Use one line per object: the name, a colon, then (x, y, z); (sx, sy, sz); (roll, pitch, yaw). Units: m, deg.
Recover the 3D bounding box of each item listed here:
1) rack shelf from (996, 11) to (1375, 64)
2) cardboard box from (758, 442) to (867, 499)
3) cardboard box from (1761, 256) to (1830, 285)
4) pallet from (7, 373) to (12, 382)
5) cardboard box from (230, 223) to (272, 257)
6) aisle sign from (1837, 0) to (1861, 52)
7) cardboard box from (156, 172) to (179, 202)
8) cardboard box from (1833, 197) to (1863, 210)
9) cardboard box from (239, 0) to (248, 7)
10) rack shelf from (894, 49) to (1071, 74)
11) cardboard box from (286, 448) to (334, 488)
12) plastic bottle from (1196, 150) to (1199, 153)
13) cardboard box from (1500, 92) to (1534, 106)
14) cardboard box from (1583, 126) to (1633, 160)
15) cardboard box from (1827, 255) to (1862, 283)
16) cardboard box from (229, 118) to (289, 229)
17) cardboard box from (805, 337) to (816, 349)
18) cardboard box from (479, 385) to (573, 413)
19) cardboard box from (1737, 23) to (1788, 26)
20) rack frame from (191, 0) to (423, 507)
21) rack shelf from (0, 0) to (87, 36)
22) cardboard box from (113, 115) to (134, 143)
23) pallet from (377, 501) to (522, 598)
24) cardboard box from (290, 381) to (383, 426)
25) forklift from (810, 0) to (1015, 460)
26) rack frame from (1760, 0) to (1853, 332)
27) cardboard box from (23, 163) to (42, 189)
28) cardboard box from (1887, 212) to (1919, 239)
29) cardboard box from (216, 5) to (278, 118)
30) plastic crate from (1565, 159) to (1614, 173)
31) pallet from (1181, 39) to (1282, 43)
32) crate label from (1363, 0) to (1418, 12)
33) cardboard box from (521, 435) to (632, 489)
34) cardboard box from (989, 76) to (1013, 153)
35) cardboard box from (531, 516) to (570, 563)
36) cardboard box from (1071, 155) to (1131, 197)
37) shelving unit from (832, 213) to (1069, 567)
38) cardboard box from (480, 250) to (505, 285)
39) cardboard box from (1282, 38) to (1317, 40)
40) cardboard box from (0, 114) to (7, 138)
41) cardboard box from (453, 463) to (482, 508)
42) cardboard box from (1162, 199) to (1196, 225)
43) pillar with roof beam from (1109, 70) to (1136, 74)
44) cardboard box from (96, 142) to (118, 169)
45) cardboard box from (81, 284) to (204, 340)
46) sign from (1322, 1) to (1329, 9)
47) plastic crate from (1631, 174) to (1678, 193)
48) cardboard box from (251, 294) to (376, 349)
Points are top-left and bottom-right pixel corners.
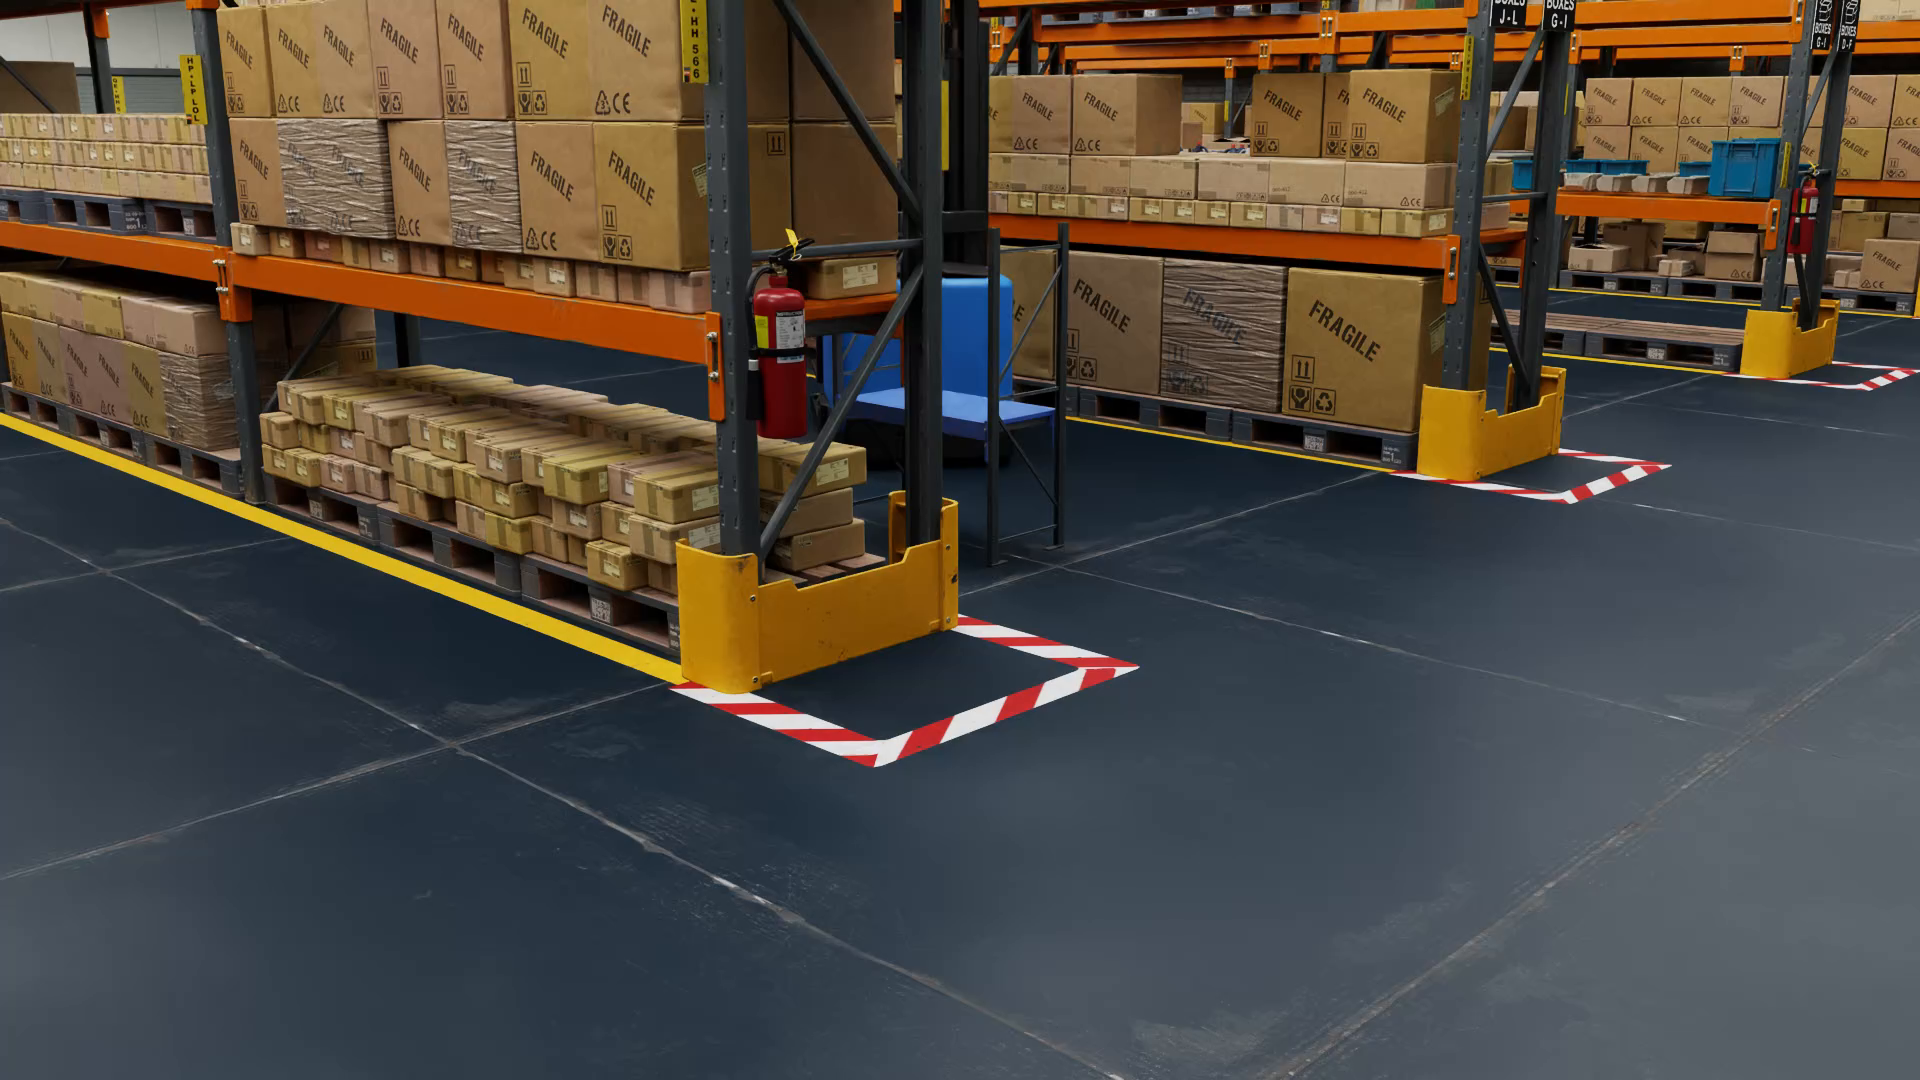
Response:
rack shelf: (2.179, -4.959, 16.493); (4.000, 0.370, 1.077); (14, 20, 42)
cardboard box: (-0.597, -0.289, 6.733); (0.250, 0.149, 0.380); (13, 19, 40)
cardboard box: (8.713, -2.809, 17.343); (0.500, 0.250, 0.500); (14, 20, 42)
pallet: (-6.730, -1.226, 12.220); (1.213, 0.211, 1.003); (14, 20, 42)
cardboard box: (-3.358, -1.494, 8.213); (0.380, 0.149, 0.250); (-14, 20, -42)
aisle sign: (6.756, -4.105, 12.581); (0.004, 0.787, 0.394); (14, 20, 42)
cardboard box: (-4.124, -1.929, 9.050); (0.250, 0.149, 0.380); (14, 20, 42)
cardboard box: (11.566, -4.385, 21.652); (0.250, 0.149, 0.380); (13, 19, 40)
cardboard box: (-7.887, -6.043, 18.734); (0.380, 0.149, 0.250); (-14, 20, -42)
rack shelf: (-0.140, -7.258, 25.315); (4.000, 0.370, 1.077); (14, 20, 42)
cardboard box: (-3.104, -0.379, 8.259); (0.380, 0.149, 0.250); (-14, 20, -43)
plastic bottle: (2.411, -3.829, 16.935); (0.097, 0.271, 0.097); (0, 15, 0)
cardboard box: (8.151, -6.349, 24.033); (0.500, 0.250, 0.500); (13, 20, 41)
cardboard box: (7.237, -4.314, 18.341); (0.500, 0.500, 0.500); (-14, 20, -43)
cardboard box: (9.384, -2.821, 17.389); (0.500, 0.250, 0.500); (14, 20, 42)
cardboard box: (-3.153, -1.784, 8.041); (0.500, 0.500, 0.500); (13, 20, 41)
cardboard box: (-0.938, -2.046, 13.218); (0.875, 0.875, 1.225); (13, 19, 40)
cardboard box: (-2.111, -0.651, 8.121); (0.250, 0.149, 0.380); (12, 19, 40)
cardboard box: (8.316, -5.390, 17.018); (0.500, 0.250, 0.500); (14, 20, 42)
rack frame: (-3.335, -1.724, 8.600); (0.127, 3.000, 1.000); (14, 20, 42)
rack shelf: (-7.654, -3.878, 12.342); (4.000, 0.370, 1.077); (14, 20, 42)
cardboard box: (-4.502, -2.310, 9.336); (0.250, 0.149, 0.380); (13, 19, 40)
pallet: (-1.945, -0.050, 7.705); (1.213, 0.211, 1.003); (14, 20, 42)
cardboard box: (-3.074, -0.679, 8.229); (0.380, 0.149, 0.250); (-13, 20, -41)
forklift: (-0.400, -2.187, 10.514); (1.130, 2.935, 3.031); (-2, 15, -8)
rack frame: (6.498, -2.806, 12.751); (0.127, 3.000, 1.000); (14, 20, 42)
cardboard box: (-5.645, -2.297, 10.463); (0.380, 0.149, 0.250); (-13, 20, -41)
cardboard box: (12.078, -3.877, 20.988); (0.500, 0.500, 0.700); (13, 19, 40)
cardboard box: (-3.179, -2.277, 7.951); (0.500, 0.500, 0.500); (-14, 20, -43)
plastic crate: (5.385, -3.140, 14.245); (0.300, 0.233, 0.416); (14, 20, 42)
pallet: (3.629, -6.567, 21.611); (1.213, 0.211, 1.003); (-13, 20, -42)
crate label: (3.770, -4.692, 14.562); (0.466, 0.136, 0.293); (14, 20, 42)
cardboard box: (-1.571, -0.316, 6.836); (0.250, 0.149, 0.380); (13, 19, 40)
cardboard box: (0.348, -2.911, 11.374); (0.500, 0.500, 0.500); (14, 20, 42)
cardboard box: (-1.552, -0.031, 6.924); (0.250, 0.149, 0.380); (14, 20, 43)
cardboard box: (1.068, -2.371, 10.789); (0.500, 0.250, 0.500); (-14, 20, -43)
shelving unit: (-0.061, -0.741, 7.800); (1.048, 1.500, 0.538); (14, 20, 42)
cardboard box: (-1.753, -1.150, 6.893); (0.250, 0.149, 0.380); (13, 19, 40)
cardboard box: (4.517, -6.534, 20.912); (0.500, 0.500, 0.910); (14, 20, 42)
cardboard box: (-6.013, -2.677, 10.742); (0.250, 0.149, 0.380); (14, 20, 42)
cardboard box: (-1.962, -0.259, 7.209); (0.380, 0.149, 0.250); (-13, 20, -41)
cardboard box: (1.475, -2.055, 10.369); (0.380, 0.149, 0.250); (-14, 20, -43)
pillar with roof beam: (-0.028, -9.560, 26.776); (0.400, 9.000, 9.100); (14, 20, 42)
cardboard box: (-4.710, -2.213, 9.554); (0.250, 0.149, 0.380); (14, 20, 42)
cardboard box: (-4.798, -1.347, 9.791); (0.500, 0.250, 0.500); (13, 19, 40)
sign: (3.235, -4.862, 14.676); (0.005, 0.325, 0.100); (14, 20, 42)
plastic crate: (5.586, -2.870, 13.403); (0.243, 0.136, 0.396); (14, 20, 42)
cardboard box: (-3.684, -1.258, 9.448); (0.500, 0.250, 0.500); (13, 19, 40)
